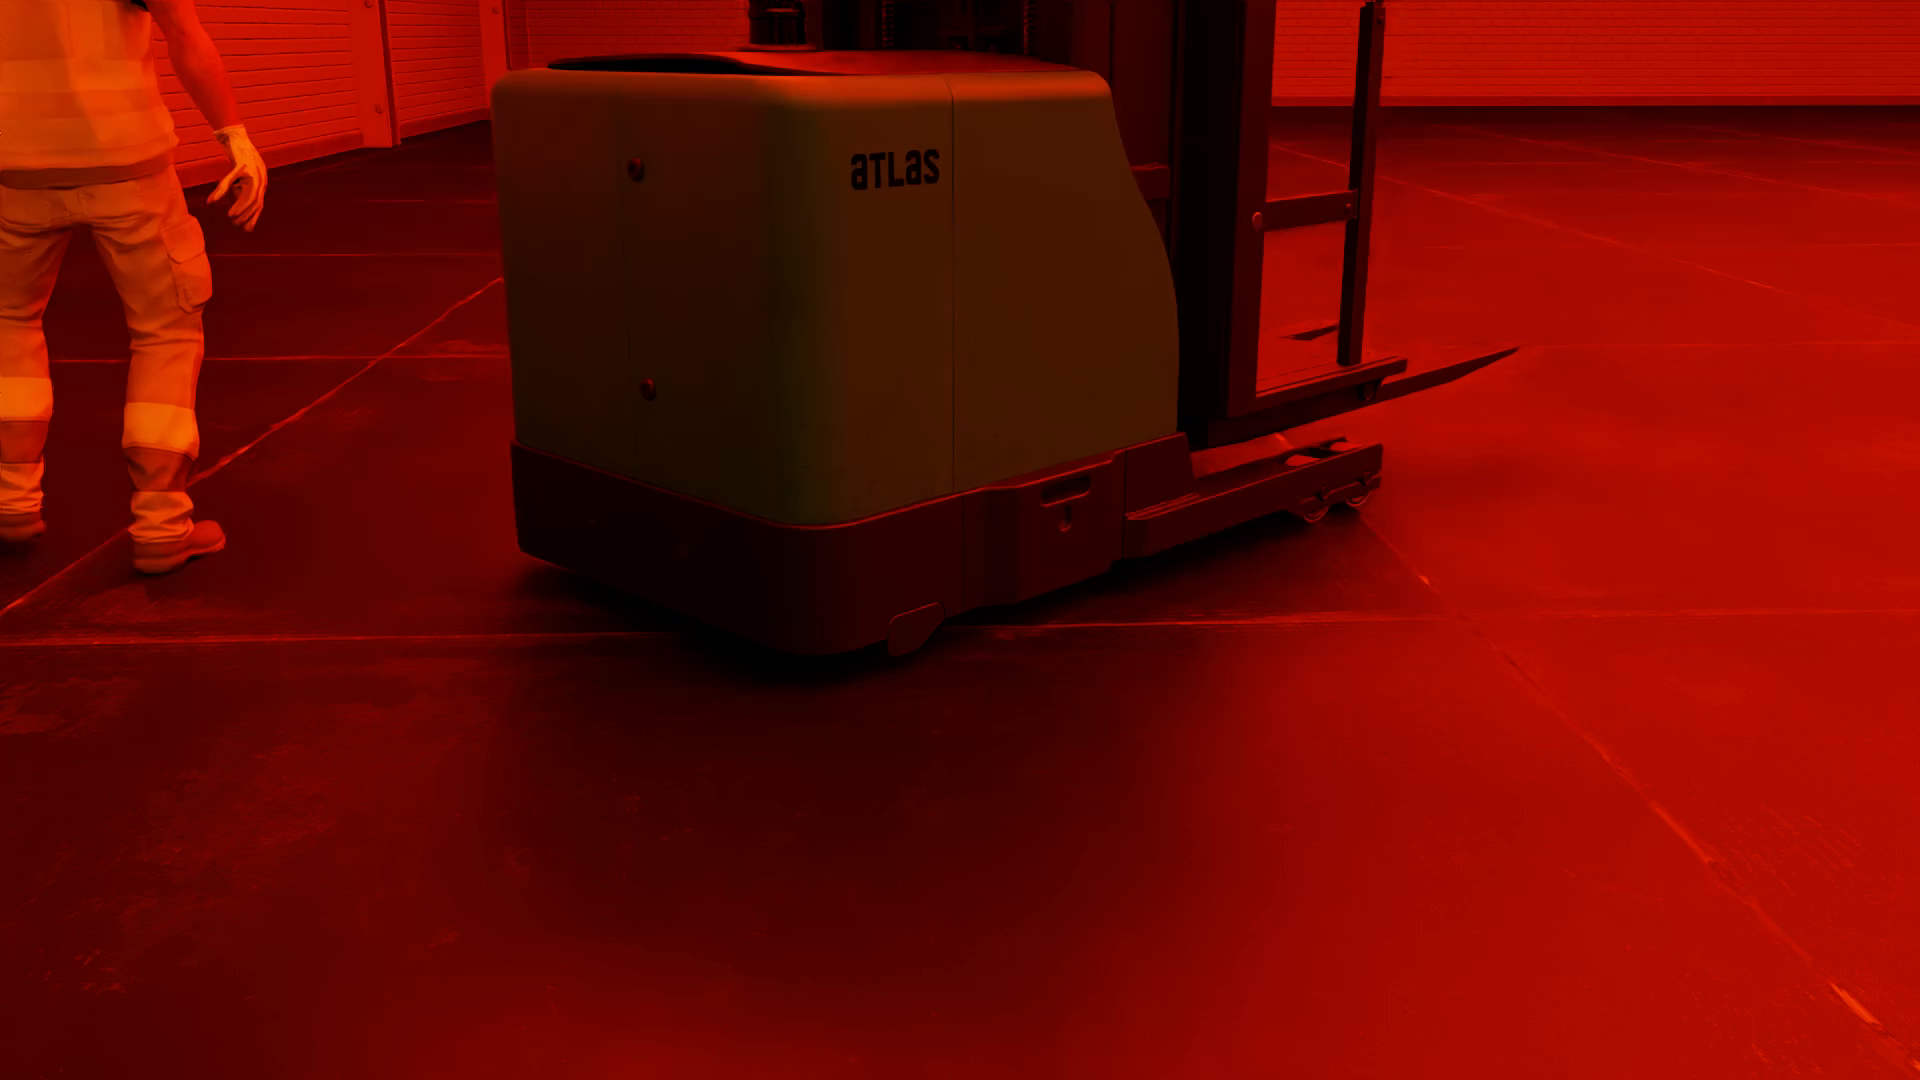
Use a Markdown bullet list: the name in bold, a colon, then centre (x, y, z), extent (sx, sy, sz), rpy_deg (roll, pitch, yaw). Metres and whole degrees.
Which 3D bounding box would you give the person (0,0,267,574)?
- **person**: centre (-1.918, -0.814, 3.624), extent (0.867, 1.744, 0.463), rpy_deg (-1, 17, -3)

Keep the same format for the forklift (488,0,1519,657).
- **forklift**: centre (0.421, -1.536, 3.927), extent (1.130, 2.935, 3.031), rpy_deg (16, 23, 42)
